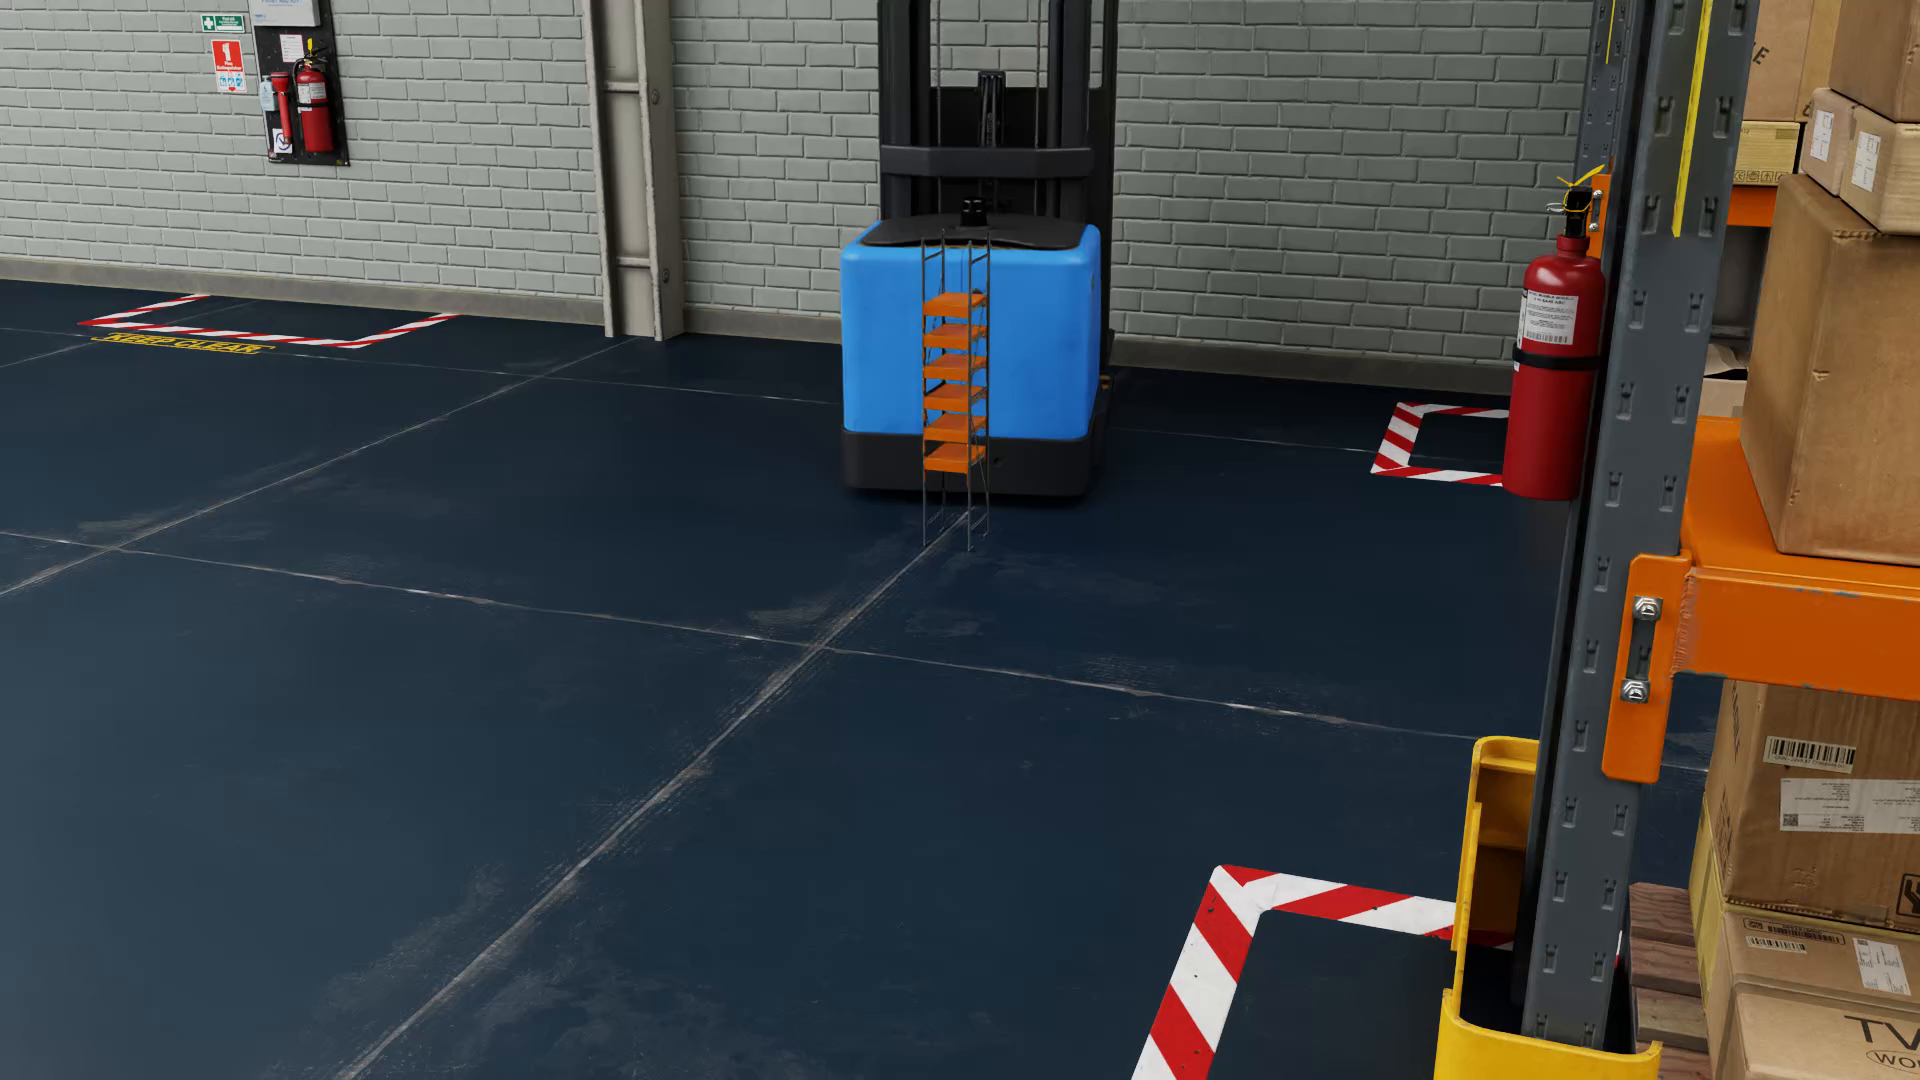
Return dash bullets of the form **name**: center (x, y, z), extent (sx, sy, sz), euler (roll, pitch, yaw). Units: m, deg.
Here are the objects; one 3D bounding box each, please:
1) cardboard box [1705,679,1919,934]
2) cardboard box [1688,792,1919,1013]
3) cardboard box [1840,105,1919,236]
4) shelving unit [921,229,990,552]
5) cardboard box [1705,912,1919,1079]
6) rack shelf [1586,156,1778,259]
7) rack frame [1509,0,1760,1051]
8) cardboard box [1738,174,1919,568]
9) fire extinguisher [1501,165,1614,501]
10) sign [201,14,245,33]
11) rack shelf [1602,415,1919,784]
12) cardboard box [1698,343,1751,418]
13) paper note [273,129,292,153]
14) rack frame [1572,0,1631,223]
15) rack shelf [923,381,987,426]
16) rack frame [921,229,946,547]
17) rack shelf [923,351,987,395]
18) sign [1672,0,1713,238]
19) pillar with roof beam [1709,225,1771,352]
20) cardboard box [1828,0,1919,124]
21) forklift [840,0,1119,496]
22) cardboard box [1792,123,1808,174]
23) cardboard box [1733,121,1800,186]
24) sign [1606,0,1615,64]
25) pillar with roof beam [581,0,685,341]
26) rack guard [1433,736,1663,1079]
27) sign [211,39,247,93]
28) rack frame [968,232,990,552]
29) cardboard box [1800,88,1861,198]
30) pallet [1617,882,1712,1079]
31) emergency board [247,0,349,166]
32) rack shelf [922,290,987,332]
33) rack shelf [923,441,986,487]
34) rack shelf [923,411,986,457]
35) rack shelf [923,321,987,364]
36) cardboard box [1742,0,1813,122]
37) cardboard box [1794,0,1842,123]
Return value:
- **cardboard box**: center (1.777, 0.409, 3.245), extent (0.500, 0.500, 0.500), euler (7, 20, 18)
- **cardboard box**: center (1.776, 0.764, 3.366), extent (0.500, 0.250, 0.500), euler (7, 20, 18)
- **cardboard box**: center (1.473, -0.546, 2.448), extent (0.250, 0.149, 0.380), euler (6, 20, 18)
- **shelving unit**: center (-0.014, -0.568, 6.383), extent (0.189, 1.200, 0.258), euler (7, 20, 18)
- **cardboard box**: center (1.607, 0.925, 2.904), extent (0.500, 0.250, 0.500), euler (7, 20, 18)
- **rack shelf**: center (4.684, -1.287, 6.804), extent (4.000, 0.370, 1.077), euler (7, 20, 18)
- **rack frame**: center (1.173, -0.302, 2.885), extent (0.127, 3.000, 1.000), euler (7, 20, 18)
- **cardboard box**: center (1.610, -0.295, 2.713), extent (0.500, 0.500, 0.700), euler (7, 20, 18)
- **fire extinguisher**: center (1.214, -0.423, 3.349), extent (0.183, 0.674, 0.296), euler (7, 20, 18)
- **sign**: center (-4.736, -3.318, 10.680), extent (0.331, 0.109, 0.001), euler (7, 20, 18)
- **rack shelf**: center (3.062, 0.254, 2.384), extent (4.000, 0.370, 1.077), euler (7, 20, 18)
- **cardboard box**: center (3.419, -0.678, 7.381), extent (0.500, 0.311, 0.500), euler (4, 20, 12)
- **paper note**: center (-4.394, -2.587, 10.780), extent (0.142, 0.148, 0.016), euler (7, 20, 18)
- **rack frame**: center (2.795, -1.843, 7.305), extent (0.127, 3.000, 1.000), euler (7, 20, 18)
- **rack shelf**: center (-0.014, -0.526, 6.398), extent (0.180, 0.103, 0.258), euler (7, 20, 18)
- **rack frame**: center (-0.100, -0.578, 6.412), extent (0.006, 1.200, 0.240), euler (7, 20, 18)
- **rack shelf**: center (-0.014, -0.639, 6.358), extent (0.180, 0.103, 0.258), euler (7, 20, 18)
- **sign**: center (0.985, -0.576, 2.237), extent (0.005, 0.325, 0.100), euler (7, 20, 18)
- **pillar with roof beam**: center (2.327, -3.530, 3.032), extent (0.400, 9.000, 9.100), euler (7, 20, 18)
- **cardboard box**: center (1.660, -0.902, 2.483), extent (0.500, 0.500, 0.700), euler (7, 20, 18)
- **forklift**: center (0.202, -2.008, 7.883), extent (1.130, 2.935, 3.031), euler (2, 19, 7)
- **cardboard box**: center (3.647, -1.578, 6.744), extent (0.500, 0.250, 0.500), euler (6, 20, 16)
- **cardboard box**: center (3.152, -1.630, 6.892), extent (0.500, 0.250, 0.500), euler (6, 20, 16)
- **sign**: center (2.617, -2.083, 6.679), extent (0.005, 0.325, 0.100), euler (7, 20, 18)
- **pillar with roof beam**: center (-3.340, -4.178, 4.892), extent (0.400, 9.000, 9.100), euler (7, 20, 18)
- **rack guard**: center (1.150, 0.876, 3.304), extent (0.348, 0.500, 1.175), euler (7, 20, 18)
- **sign**: center (-4.738, -3.071, 10.776), extent (0.234, 0.329, 0.001), euler (7, 20, 18)
- **rack frame**: center (0.073, -0.558, 6.355), extent (0.006, 1.200, 0.240), euler (7, 20, 18)
- **cardboard box**: center (1.596, -0.673, 2.814), extent (0.250, 0.149, 0.380), euler (6, 20, 17)
- **pallet**: center (1.909, 1.084, 3.145), extent (1.213, 0.211, 1.003), euler (7, 20, 18)
- **emergency board**: center (-4.249, -2.963, 10.519), extent (0.643, 1.169, 0.194), euler (7, 20, 18)
- **rack shelf**: center (-0.014, -0.866, 6.279), extent (0.180, 0.103, 0.258), euler (7, 20, 18)
- **rack shelf**: center (-0.014, -0.300, 6.477), extent (0.180, 0.103, 0.258), euler (7, 20, 18)
- **rack shelf**: center (-0.014, -0.413, 6.437), extent (0.180, 0.103, 0.258), euler (7, 20, 18)
- **rack shelf**: center (-0.014, -0.753, 6.319), extent (0.180, 0.103, 0.258), euler (7, 20, 18)
- **cardboard box**: center (3.147, -1.990, 6.787), extent (0.500, 0.500, 0.500), euler (7, 20, 18)
- **cardboard box**: center (3.611, -1.934, 6.625), extent (0.500, 0.500, 0.500), euler (7, 20, 18)
